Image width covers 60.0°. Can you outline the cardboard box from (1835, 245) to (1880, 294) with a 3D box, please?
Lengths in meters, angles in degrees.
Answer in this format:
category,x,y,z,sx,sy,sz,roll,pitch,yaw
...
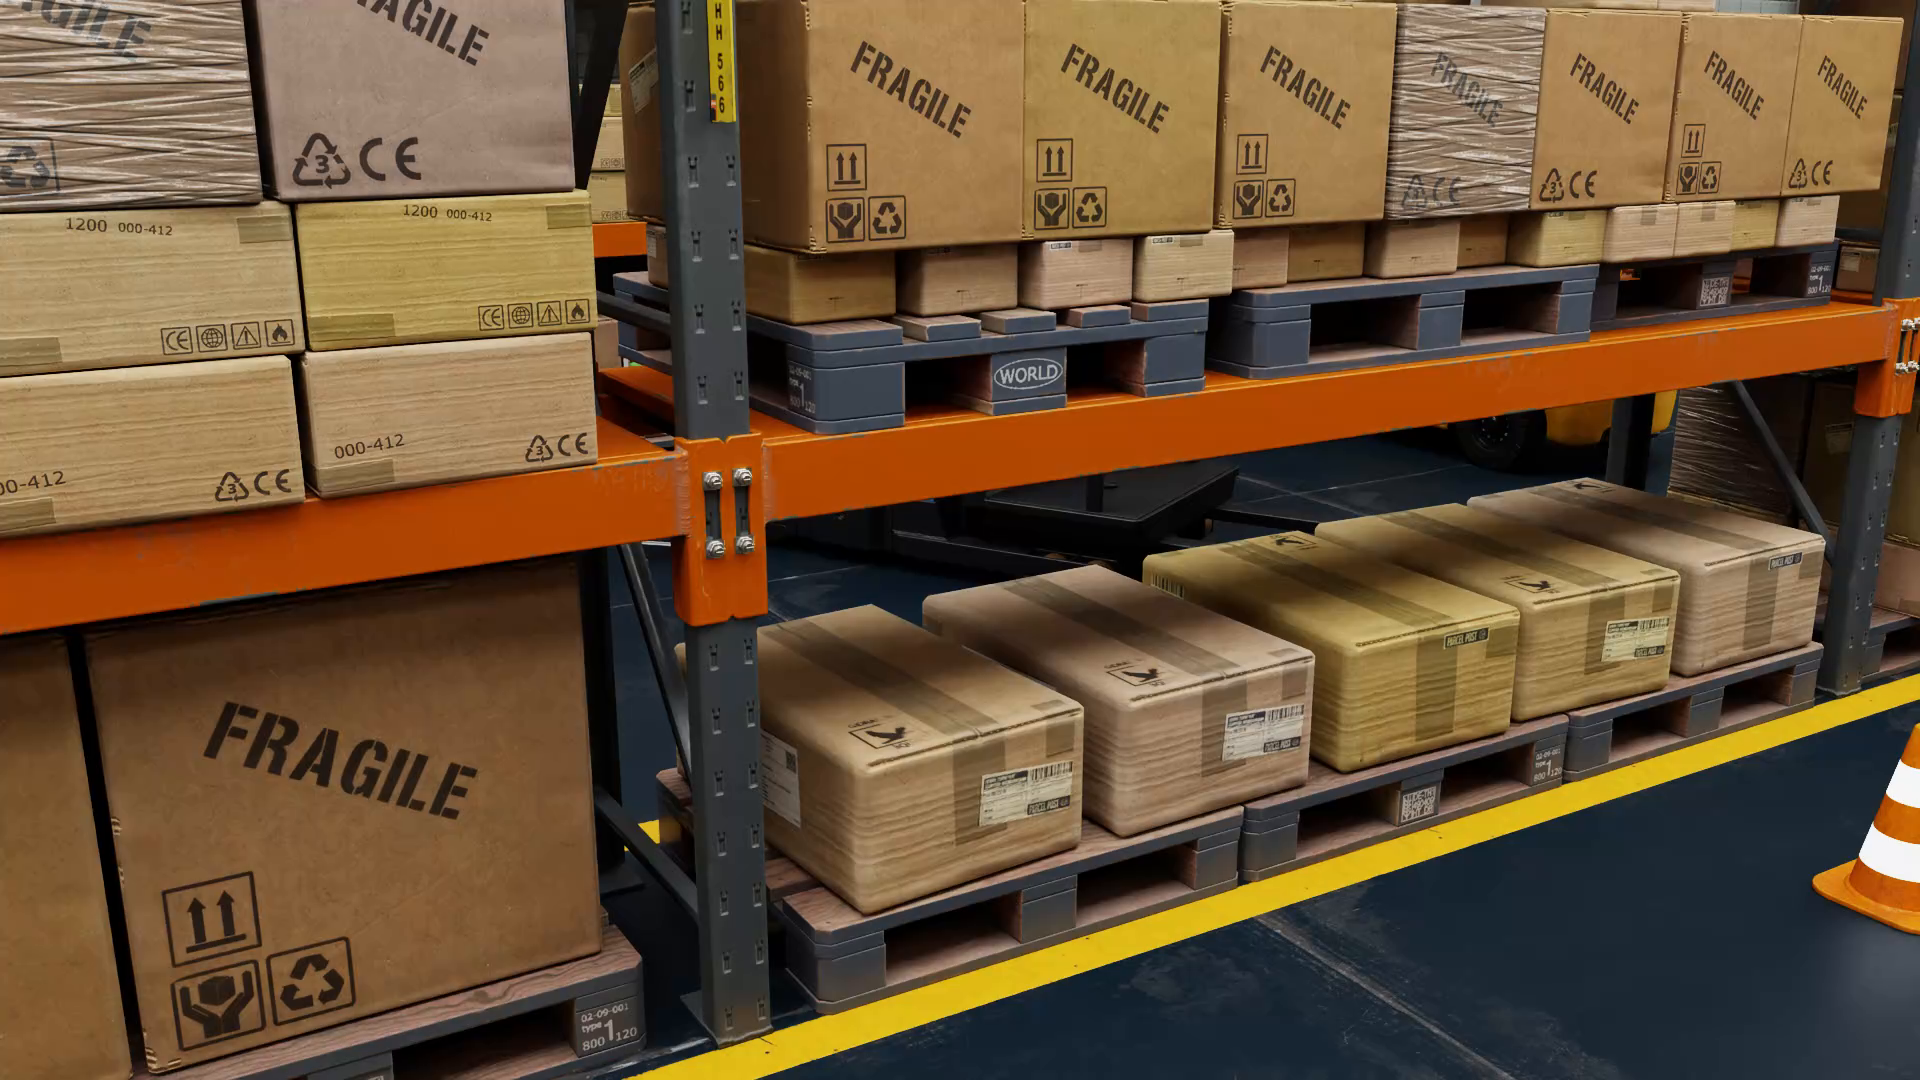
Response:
category,x,y,z,sx,sy,sz,roll,pitch,yaw
cardboard box,3.148,-0.888,5.485,0.250,0.149,0.380,-9,18,-30

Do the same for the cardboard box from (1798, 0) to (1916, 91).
category,x,y,z,sx,sy,sz,roll,pitch,yaw
cardboard box,3.202,-1.723,5.410,0.500,0.500,0.700,-9,18,-30

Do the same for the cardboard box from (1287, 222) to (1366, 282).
category,x,y,z,sx,sy,sz,roll,pitch,yaw
cardboard box,0.811,-0.759,4.247,0.250,0.149,0.380,-8,18,-28

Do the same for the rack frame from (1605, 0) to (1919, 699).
category,x,y,z,sx,sy,sz,roll,pitch,yaw
rack frame,2.713,-1.039,5.560,0.127,3.000,1.000,-9,18,-30

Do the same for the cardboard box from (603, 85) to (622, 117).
category,x,y,z,sx,sy,sz,roll,pitch,yaw
cardboard box,-1.750,-2.150,8.134,0.250,0.149,0.380,-9,18,-29

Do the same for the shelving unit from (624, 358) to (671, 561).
category,x,y,z,sx,sy,sz,roll,pitch,yaw
shelving unit,-1.211,-0.546,7.135,0.258,1.200,0.503,4,16,13

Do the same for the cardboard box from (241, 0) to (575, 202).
category,x,y,z,sx,sy,sz,roll,pitch,yaw
cardboard box,-1.024,-0.880,2.955,0.500,0.500,0.500,-10,18,-31

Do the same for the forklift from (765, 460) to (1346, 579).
category,x,y,z,sx,sy,sz,roll,pitch,yaw
forklift,0.540,-1.327,6.715,3.031,2.935,1.130,9,18,29

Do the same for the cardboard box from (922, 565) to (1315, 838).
category,x,y,z,sx,sy,sz,roll,pitch,yaw
cardboard box,0.402,0.399,4.519,0.625,0.372,0.950,-10,18,-31

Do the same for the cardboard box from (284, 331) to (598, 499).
category,x,y,z,sx,sy,sz,roll,pitch,yaw
cardboard box,-1.016,-0.281,3.131,0.500,0.250,0.500,-10,18,-32

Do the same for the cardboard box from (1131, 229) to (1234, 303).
category,x,y,z,sx,sy,sz,roll,pitch,yaw
cardboard box,0.423,-0.659,3.891,0.250,0.149,0.380,-9,18,-29

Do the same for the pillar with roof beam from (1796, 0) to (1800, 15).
category,x,y,z,sx,sy,sz,roll,pitch,yaw
pillar with roof beam,9.881,-5.582,10.649,0.400,9.000,9.100,-9,18,-30

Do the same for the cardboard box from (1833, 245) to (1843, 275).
category,x,y,z,sx,sy,sz,roll,pitch,yaw
cardboard box,3.042,-1.070,6.134,0.250,0.149,0.380,-9,18,-28

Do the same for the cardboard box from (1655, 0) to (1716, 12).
category,x,y,z,sx,sy,sz,roll,pitch,yaw
cardboard box,1.849,-1.530,4.594,0.250,0.149,0.380,-10,18,-31

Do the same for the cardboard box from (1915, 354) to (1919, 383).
category,x,y,z,sx,sy,sz,roll,pitch,yaw
cardboard box,3.496,-0.614,5.768,0.250,0.149,0.380,-9,18,-29

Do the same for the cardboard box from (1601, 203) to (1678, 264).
category,x,y,z,sx,sy,sz,roll,pitch,yaw
cardboard box,1.760,-0.872,4.651,0.250,0.149,0.380,-9,18,-29

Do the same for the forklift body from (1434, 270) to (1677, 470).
category,x,y,z,sx,sy,sz,roll,pitch,yaw
forklift body,2.896,-1.649,9.307,1.214,2.155,2.313,-9,18,-30

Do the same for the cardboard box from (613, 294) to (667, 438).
category,x,y,z,sx,sy,sz,roll,pitch,yaw
cardboard box,-1.601,-0.960,8.898,0.625,0.625,0.875,-10,19,-32

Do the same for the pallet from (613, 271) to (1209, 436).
category,x,y,z,sx,sy,sz,roll,pitch,yaw
pallet,-0.160,-0.515,4.043,1.003,0.211,1.213,-9,18,-30

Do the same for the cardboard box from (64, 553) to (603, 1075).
category,x,y,z,sx,sy,sz,roll,pitch,yaw
cardboard box,-1.351,0.414,3.532,0.875,0.875,0.875,-9,18,-30

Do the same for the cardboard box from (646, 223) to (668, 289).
category,x,y,z,sx,sy,sz,roll,pitch,yaw
cardboard box,-0.556,-0.664,3.910,0.250,0.149,0.380,-8,18,-28

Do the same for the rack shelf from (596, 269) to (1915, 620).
category,x,y,z,sx,sy,sz,roll,pitch,yaw
rack shelf,0.998,-0.415,4.665,4.000,0.370,1.077,-9,18,-30

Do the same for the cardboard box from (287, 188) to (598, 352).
category,x,y,z,sx,sy,sz,roll,pitch,yaw
cardboard box,-1.000,-0.526,3.079,0.500,0.250,0.500,-9,18,-30

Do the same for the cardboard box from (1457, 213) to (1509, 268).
category,x,y,z,sx,sy,sz,roll,pitch,yaw
cardboard box,1.253,-0.834,4.514,0.250,0.149,0.380,-10,18,-32

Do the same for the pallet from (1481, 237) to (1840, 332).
category,x,y,z,sx,sy,sz,roll,pitch,yaw
pallet,1.983,-0.874,5.327,1.213,0.211,1.003,-9,18,-30

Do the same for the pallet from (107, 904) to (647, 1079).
category,x,y,z,sx,sy,sz,roll,pitch,yaw
pallet,-1.431,0.952,3.624,1.213,0.211,1.003,-9,18,-30

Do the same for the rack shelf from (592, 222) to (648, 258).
category,x,y,z,sx,sy,sz,roll,pitch,yaw
rack shelf,-1.561,-1.563,8.760,4.000,0.370,1.077,-9,18,-30

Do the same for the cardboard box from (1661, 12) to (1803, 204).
category,x,y,z,sx,sy,sz,roll,pitch,yaw
cardboard box,2.011,-1.246,4.784,0.500,0.500,0.500,-9,18,-29

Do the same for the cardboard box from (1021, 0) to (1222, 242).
category,x,y,z,sx,sy,sz,roll,pitch,yaw
cardboard box,0.232,-0.960,3.762,0.500,0.500,0.500,-8,18,-27

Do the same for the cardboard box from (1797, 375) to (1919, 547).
category,x,y,z,sx,sy,sz,roll,pitch,yaw
cardboard box,3.358,-0.298,5.843,0.500,0.500,0.500,-8,18,-27

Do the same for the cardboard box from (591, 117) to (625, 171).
category,x,y,z,sx,sy,sz,roll,pitch,yaw
cardboard box,-1.882,-1.943,8.134,0.500,0.250,0.500,-10,18,-31

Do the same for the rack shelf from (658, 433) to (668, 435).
category,x,y,z,sx,sy,sz,roll,pitch,yaw
rack shelf,-1.211,-0.484,7.152,0.258,0.148,0.480,4,16,13

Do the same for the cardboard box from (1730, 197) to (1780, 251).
category,x,y,z,sx,sy,sz,roll,pitch,yaw
cardboard box,2.179,-0.952,4.938,0.250,0.149,0.380,-10,18,-31

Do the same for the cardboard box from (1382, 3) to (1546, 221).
category,x,y,z,sx,sy,sz,roll,pitch,yaw
cardboard box,1.116,-1.103,4.273,0.500,0.500,0.500,-10,19,-32

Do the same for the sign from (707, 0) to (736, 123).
category,x,y,z,sx,sy,sz,roll,pitch,yaw
sign,-0.427,-0.913,2.963,0.005,0.325,0.100,-9,18,-30

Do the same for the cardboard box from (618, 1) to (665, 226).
category,x,y,z,sx,sy,sz,roll,pitch,yaw
cardboard box,-0.469,-1.004,3.921,0.500,0.500,0.500,-10,18,-31

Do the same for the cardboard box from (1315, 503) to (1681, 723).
category,x,y,z,sx,sy,sz,roll,pitch,yaw
cardboard box,1.650,0.198,5.236,0.625,0.372,0.950,-8,18,-26

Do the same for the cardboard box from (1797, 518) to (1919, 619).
category,x,y,z,sx,sy,sz,roll,pitch,yaw
cardboard box,3.358,0.063,5.944,0.500,0.250,0.500,-10,19,-32

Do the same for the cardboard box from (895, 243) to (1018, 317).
category,x,y,z,sx,sy,sz,roll,pitch,yaw
cardboard box,-0.082,-0.598,3.674,0.250,0.149,0.380,-11,19,-33

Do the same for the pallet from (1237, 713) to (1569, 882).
category,x,y,z,sx,sy,sz,roll,pitch,yaw
pallet,0.999,0.583,4.940,1.213,0.211,1.003,-9,18,-30
